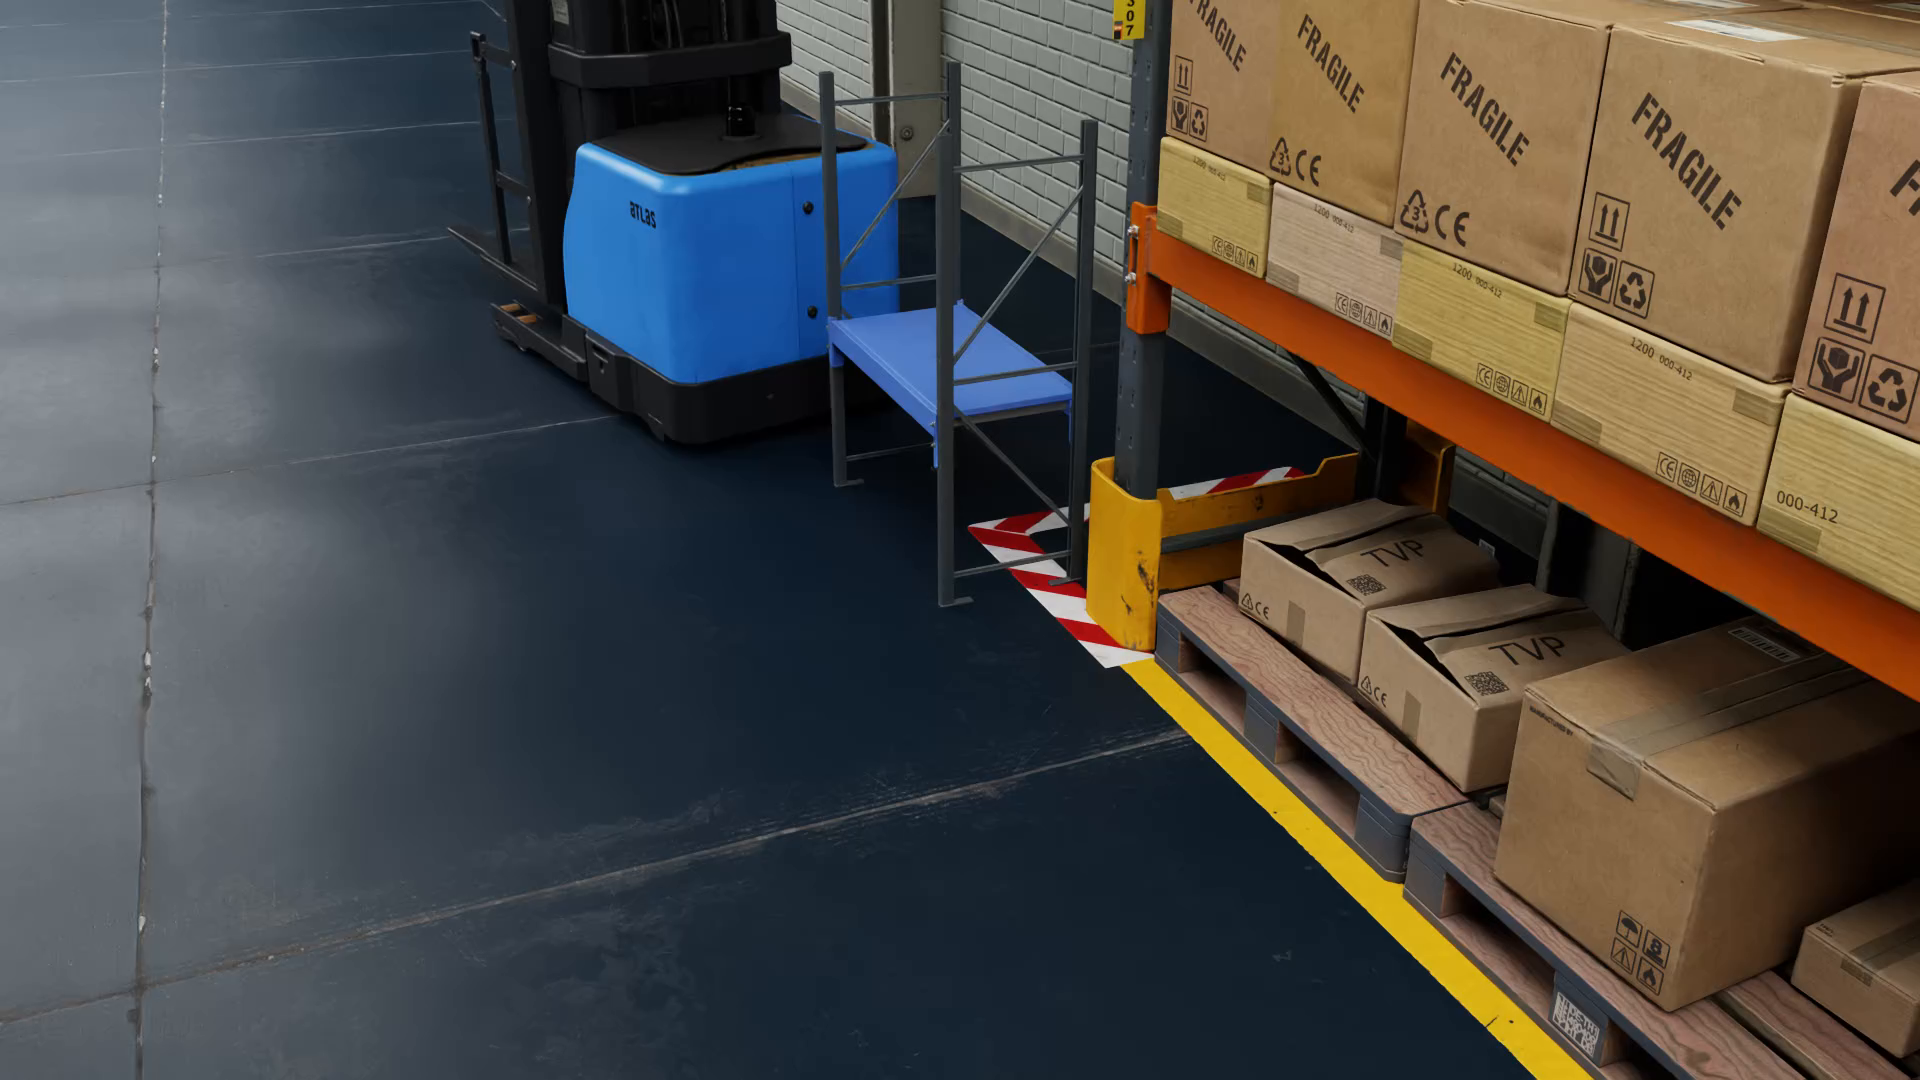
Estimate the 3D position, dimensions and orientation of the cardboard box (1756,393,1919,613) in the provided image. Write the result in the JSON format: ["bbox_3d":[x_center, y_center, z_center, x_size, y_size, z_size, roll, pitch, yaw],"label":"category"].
[{"bbox_3d":[1.659,-0.069,2.621,0.500,0.250,0.500,-11,28,-21],"label":"cardboard box"}]

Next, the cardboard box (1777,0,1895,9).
[{"bbox_3d":[1.731,-0.912,3.493,0.500,0.500,0.500,-11,28,-22],"label":"cardboard box"}]

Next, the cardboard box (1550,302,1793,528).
[{"bbox_3d":[1.461,-0.272,3.037,0.500,0.250,0.500,-10,28,-20],"label":"cardboard box"}]

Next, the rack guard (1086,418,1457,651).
[{"bbox_3d":[0.986,-0.047,5.276,1.175,0.500,0.348,-11,28,-21],"label":"rack guard"}]

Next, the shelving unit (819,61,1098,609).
[{"bbox_3d":[-0.033,-0.708,5.492,0.538,1.500,1.048,-11,28,-21],"label":"shelving unit"}]

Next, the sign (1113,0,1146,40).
[{"bbox_3d":[0.457,-1.496,4.409,0.100,0.325,0.005,-11,28,-21],"label":"sign"}]

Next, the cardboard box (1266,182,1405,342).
[{"bbox_3d":[1.071,-0.683,3.879,0.500,0.250,0.500,-11,28,-22],"label":"cardboard box"}]

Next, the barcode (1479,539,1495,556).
[{"bbox_3d":[1.519,0.039,4.803,0.001,0.075,0.075,-11,28,-21],"label":"barcode"}]

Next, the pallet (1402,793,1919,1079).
[{"bbox_3d":[1.745,0.909,3.648,1.003,0.211,1.213,-11,28,-21],"label":"pallet"}]

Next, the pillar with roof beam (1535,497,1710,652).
[{"bbox_3d":[-1.935,-3.023,1.684,9.100,9.000,0.400,-11,28,-21],"label":"pillar with roof beam"}]

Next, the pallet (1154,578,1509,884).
[{"bbox_3d":[1.271,0.417,4.655,1.003,0.211,1.213,-11,28,-21],"label":"pallet"}]

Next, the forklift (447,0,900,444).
[{"bbox_3d":[-1.488,-2.274,7.066,1.130,2.935,3.031,-17,31,-31],"label":"forklift"}]

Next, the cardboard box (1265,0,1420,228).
[{"bbox_3d":[1.051,-1.033,3.741,0.500,0.500,0.500,-10,28,-20],"label":"cardboard box"}]

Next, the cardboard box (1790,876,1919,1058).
[{"bbox_3d":[1.914,0.849,3.341,0.380,0.149,0.250,-13,29,-25],"label":"cardboard box"}]

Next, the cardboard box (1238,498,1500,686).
[{"bbox_3d":[1.144,0.105,4.680,0.500,0.311,0.500,-14,29,-26],"label":"cardboard box"}]

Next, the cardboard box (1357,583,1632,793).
[{"bbox_3d":[1.367,0.335,4.208,0.500,0.311,0.500,-8,27,-16],"label":"cardboard box"}]

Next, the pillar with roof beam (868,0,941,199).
[{"bbox_3d":[-4.285,-5.445,6.645,9.100,9.000,0.400,-11,28,-21],"label":"pillar with roof beam"}]

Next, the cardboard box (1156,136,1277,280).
[{"bbox_3d":[0.855,-0.891,4.303,0.500,0.250,0.500,-11,28,-22],"label":"cardboard box"}]

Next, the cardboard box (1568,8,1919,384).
[{"bbox_3d":[1.460,-0.617,2.889,0.500,0.500,0.500,-10,28,-19],"label":"cardboard box"}]

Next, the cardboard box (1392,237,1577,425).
[{"bbox_3d":[1.265,-0.477,3.456,0.500,0.250,0.500,-11,28,-21],"label":"cardboard box"}]

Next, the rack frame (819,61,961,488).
[{"bbox_3d":[-0.233,-0.914,5.912,0.500,1.500,0.032,-11,28,-21],"label":"rack frame"}]

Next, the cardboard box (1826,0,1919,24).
[{"bbox_3d":[1.928,-0.709,3.077,0.500,0.500,0.500,-10,28,-20],"label":"cardboard box"}]

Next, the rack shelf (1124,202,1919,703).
[{"bbox_3d":[1.739,-0.070,3.294,1.077,0.370,4.000,-11,28,-21],"label":"rack shelf"}]

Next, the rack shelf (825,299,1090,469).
[{"bbox_3d":[-0.033,-0.547,5.570,0.538,0.185,1.000,-11,28,-21],"label":"rack shelf"}]

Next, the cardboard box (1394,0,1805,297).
[{"bbox_3d":[1.247,-0.824,3.312,0.500,0.500,0.500,-12,28,-22],"label":"cardboard box"}]

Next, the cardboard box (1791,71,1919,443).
[{"bbox_3d":[1.665,-0.408,2.459,0.500,0.500,0.500,-11,28,-22],"label":"cardboard box"}]

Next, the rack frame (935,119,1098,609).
[{"bbox_3d":[0.166,-0.503,5.071,0.500,1.500,0.032,-11,28,-21],"label":"rack frame"}]

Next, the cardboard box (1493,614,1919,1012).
[{"bbox_3d":[1.609,0.555,3.543,0.700,0.500,0.500,-12,29,-24],"label":"cardboard box"}]

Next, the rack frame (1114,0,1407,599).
[{"bbox_3d":[0.956,-1.200,4.790,1.000,3.000,0.127,-11,28,-21],"label":"rack frame"}]

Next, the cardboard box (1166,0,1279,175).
[{"bbox_3d":[0.866,-1.235,4.153,0.500,0.500,0.500,-11,28,-21],"label":"cardboard box"}]
